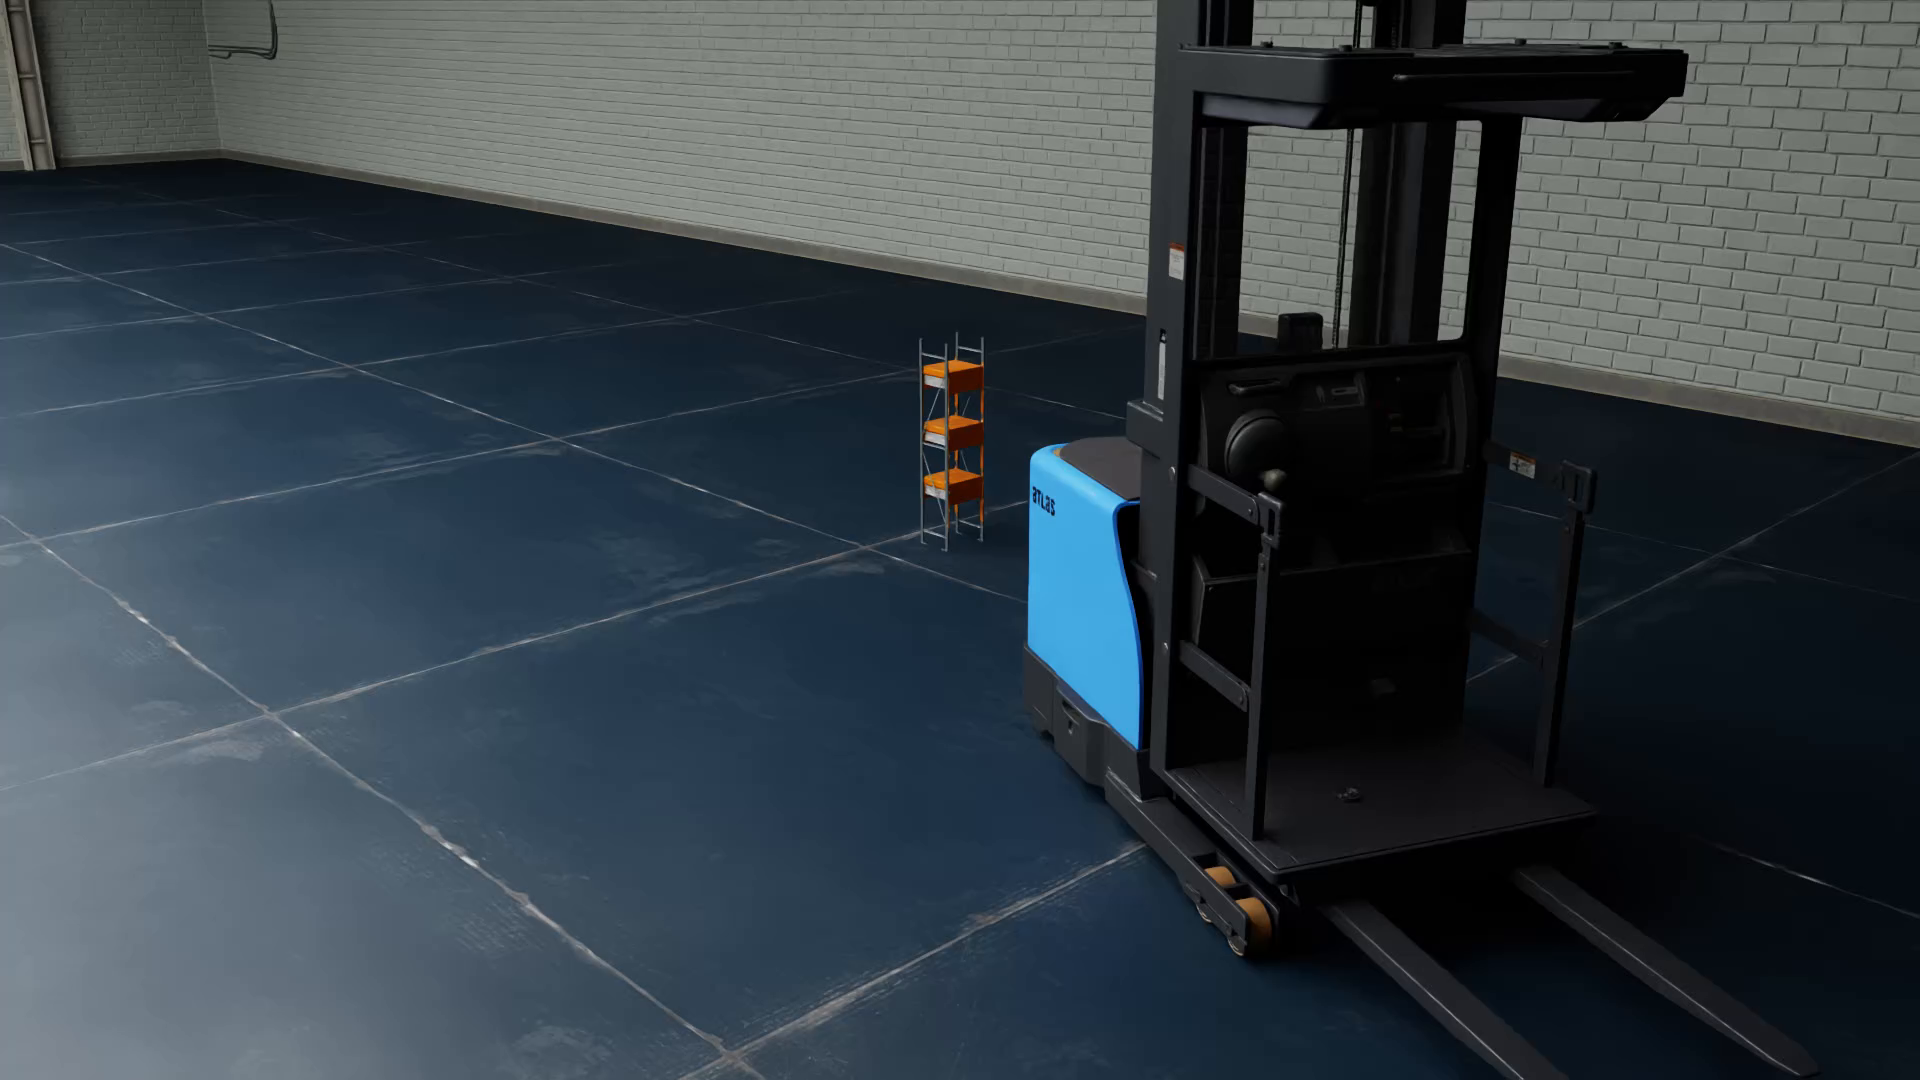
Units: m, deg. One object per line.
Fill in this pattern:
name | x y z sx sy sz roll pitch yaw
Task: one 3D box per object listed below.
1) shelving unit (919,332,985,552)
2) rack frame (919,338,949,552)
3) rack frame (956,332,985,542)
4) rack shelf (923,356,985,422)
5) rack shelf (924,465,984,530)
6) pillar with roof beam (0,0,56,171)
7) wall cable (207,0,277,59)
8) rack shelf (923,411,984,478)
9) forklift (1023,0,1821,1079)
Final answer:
shelving unit | -0.039 -0.488 8.288 0.252 1.050 0.215 -16 24 -41
rack frame | -0.128 -0.462 8.208 0.008 1.050 0.200 -16 24 -41
rack frame | 0.050 -0.514 8.368 0.008 1.050 0.200 -16 24 -41
rack shelf | -0.039 -0.748 8.204 0.240 0.259 0.215 -16 24 -41
rack shelf | -0.039 -0.214 8.377 0.240 0.259 0.215 -16 24 -41
pillar with roof beam | -12.051 -9.364 22.776 0.400 9.000 9.100 -16 24 -41
wall cable | -11.960 -9.180 27.242 0.112 2.526 3.097 -16 24 -41
rack shelf | -0.039 -0.478 8.291 0.240 0.259 0.215 -16 24 -41
forklift | 1.208 -0.338 4.776 1.130 2.935 3.031 -6 19 -18
